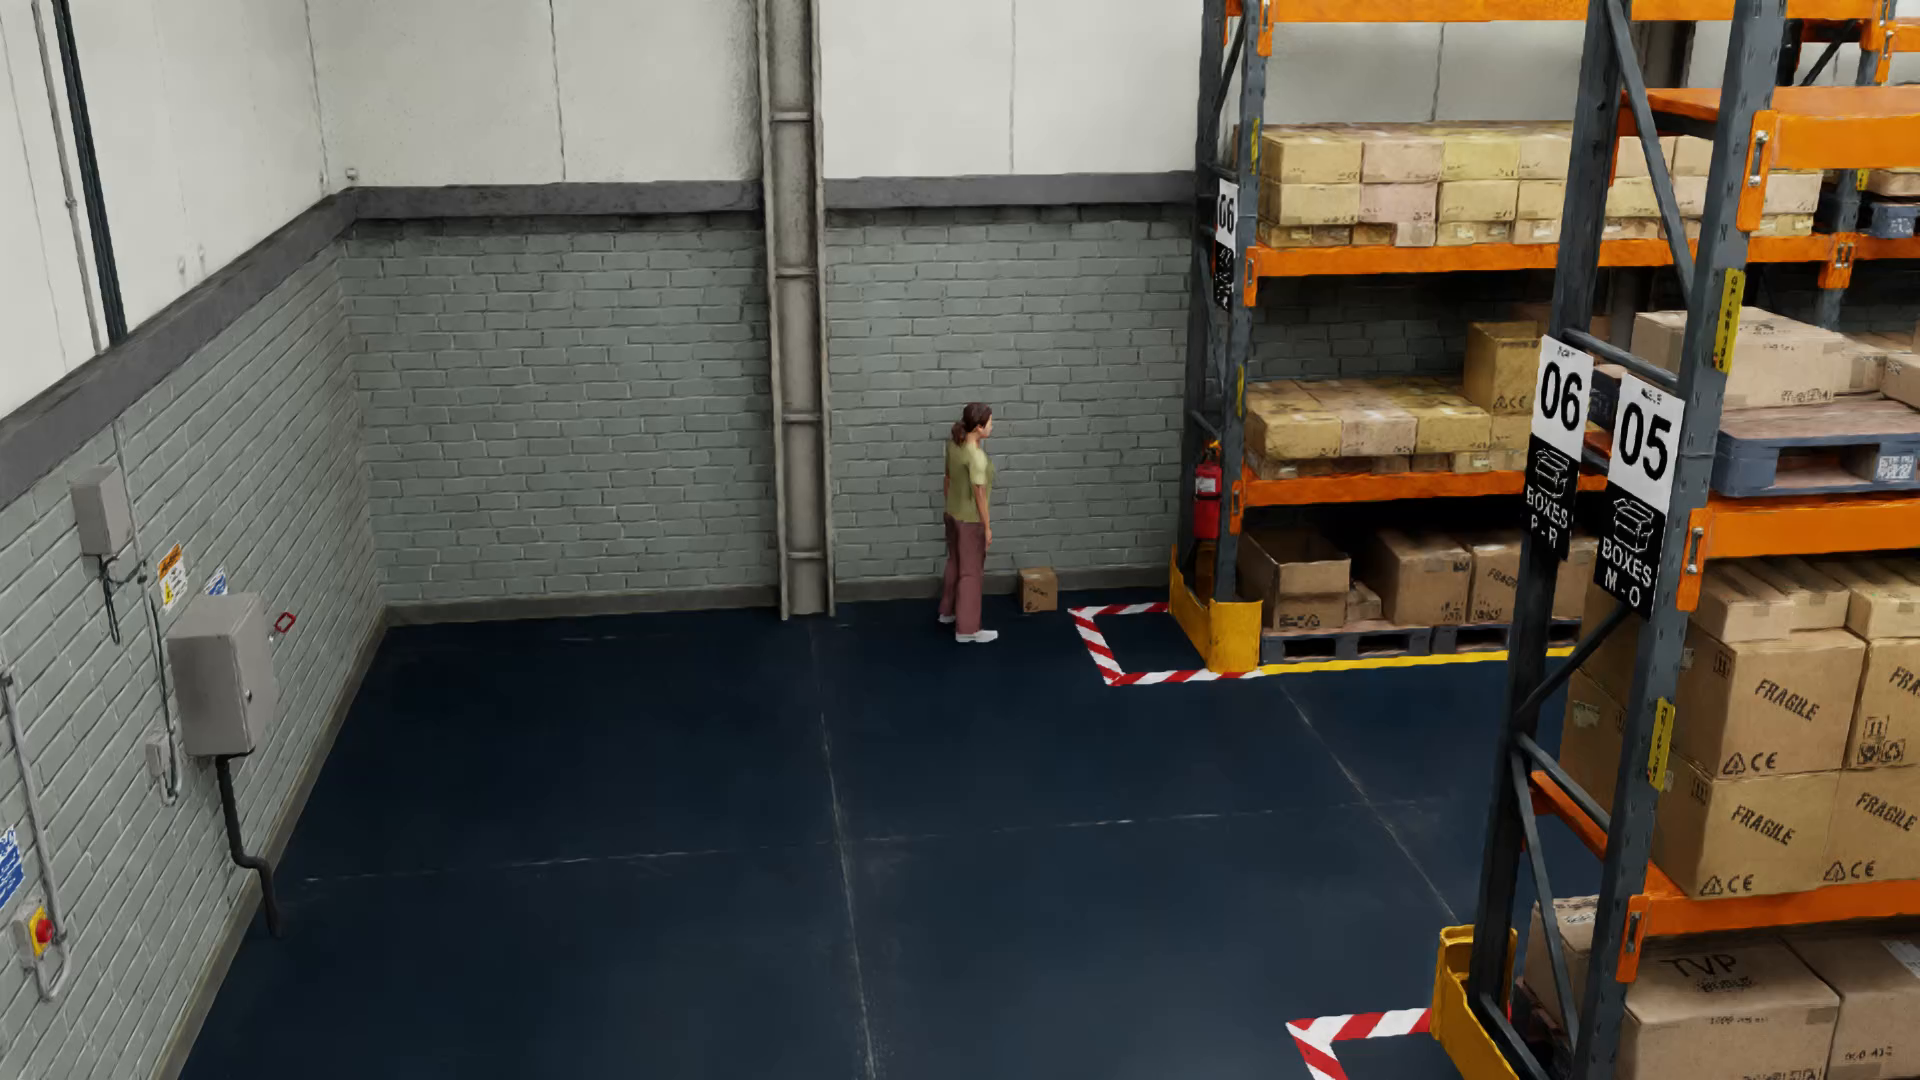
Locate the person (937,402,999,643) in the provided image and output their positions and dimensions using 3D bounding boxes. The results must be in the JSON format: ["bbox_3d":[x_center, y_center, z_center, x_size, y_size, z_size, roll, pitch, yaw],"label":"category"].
[{"bbox_3d":[0.065,-0.139,11.373,0.346,1.682,0.552,-11,23,-28],"label":"person"}]
